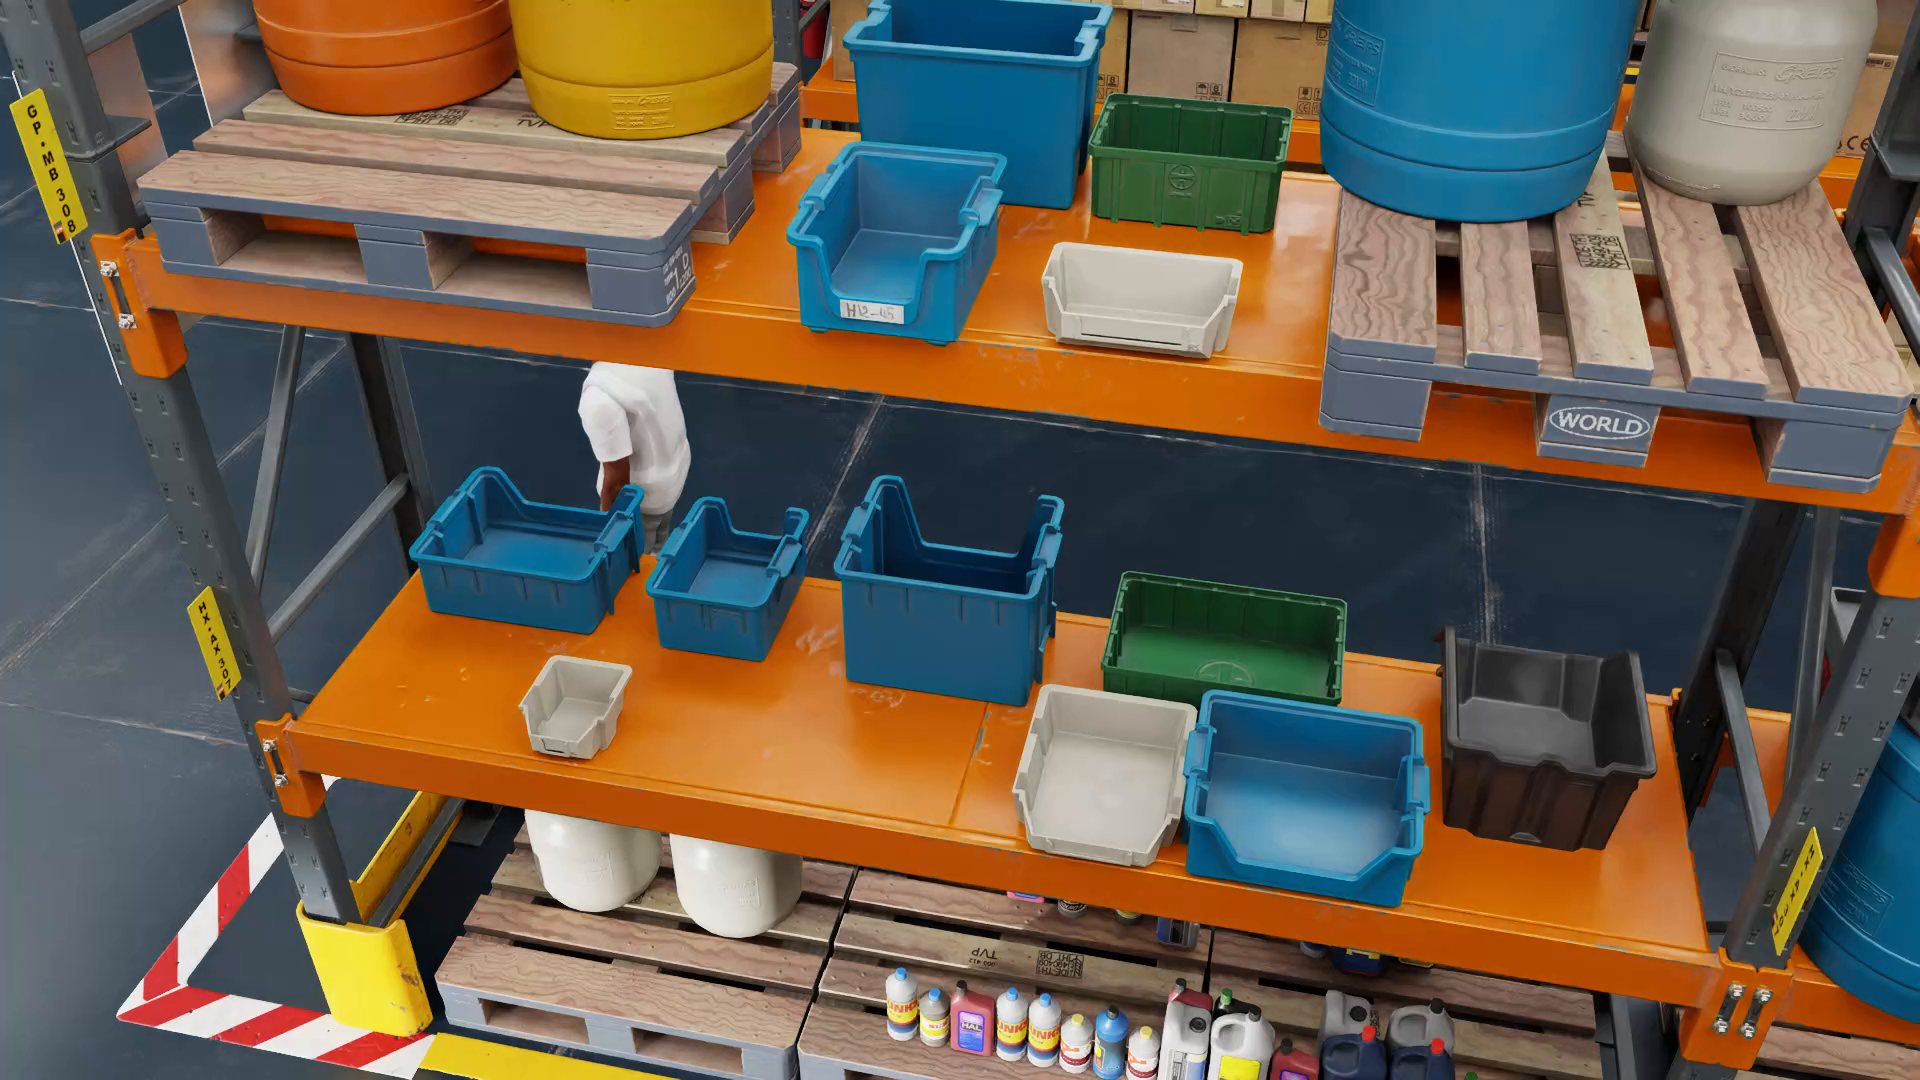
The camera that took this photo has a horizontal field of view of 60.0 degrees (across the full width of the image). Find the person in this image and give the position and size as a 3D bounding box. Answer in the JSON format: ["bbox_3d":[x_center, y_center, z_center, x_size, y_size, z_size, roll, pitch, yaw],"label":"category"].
[{"bbox_3d":[-1.281,-0.224,6.439,0.462,1.759,0.632,5,37,7],"label":"person"}]
